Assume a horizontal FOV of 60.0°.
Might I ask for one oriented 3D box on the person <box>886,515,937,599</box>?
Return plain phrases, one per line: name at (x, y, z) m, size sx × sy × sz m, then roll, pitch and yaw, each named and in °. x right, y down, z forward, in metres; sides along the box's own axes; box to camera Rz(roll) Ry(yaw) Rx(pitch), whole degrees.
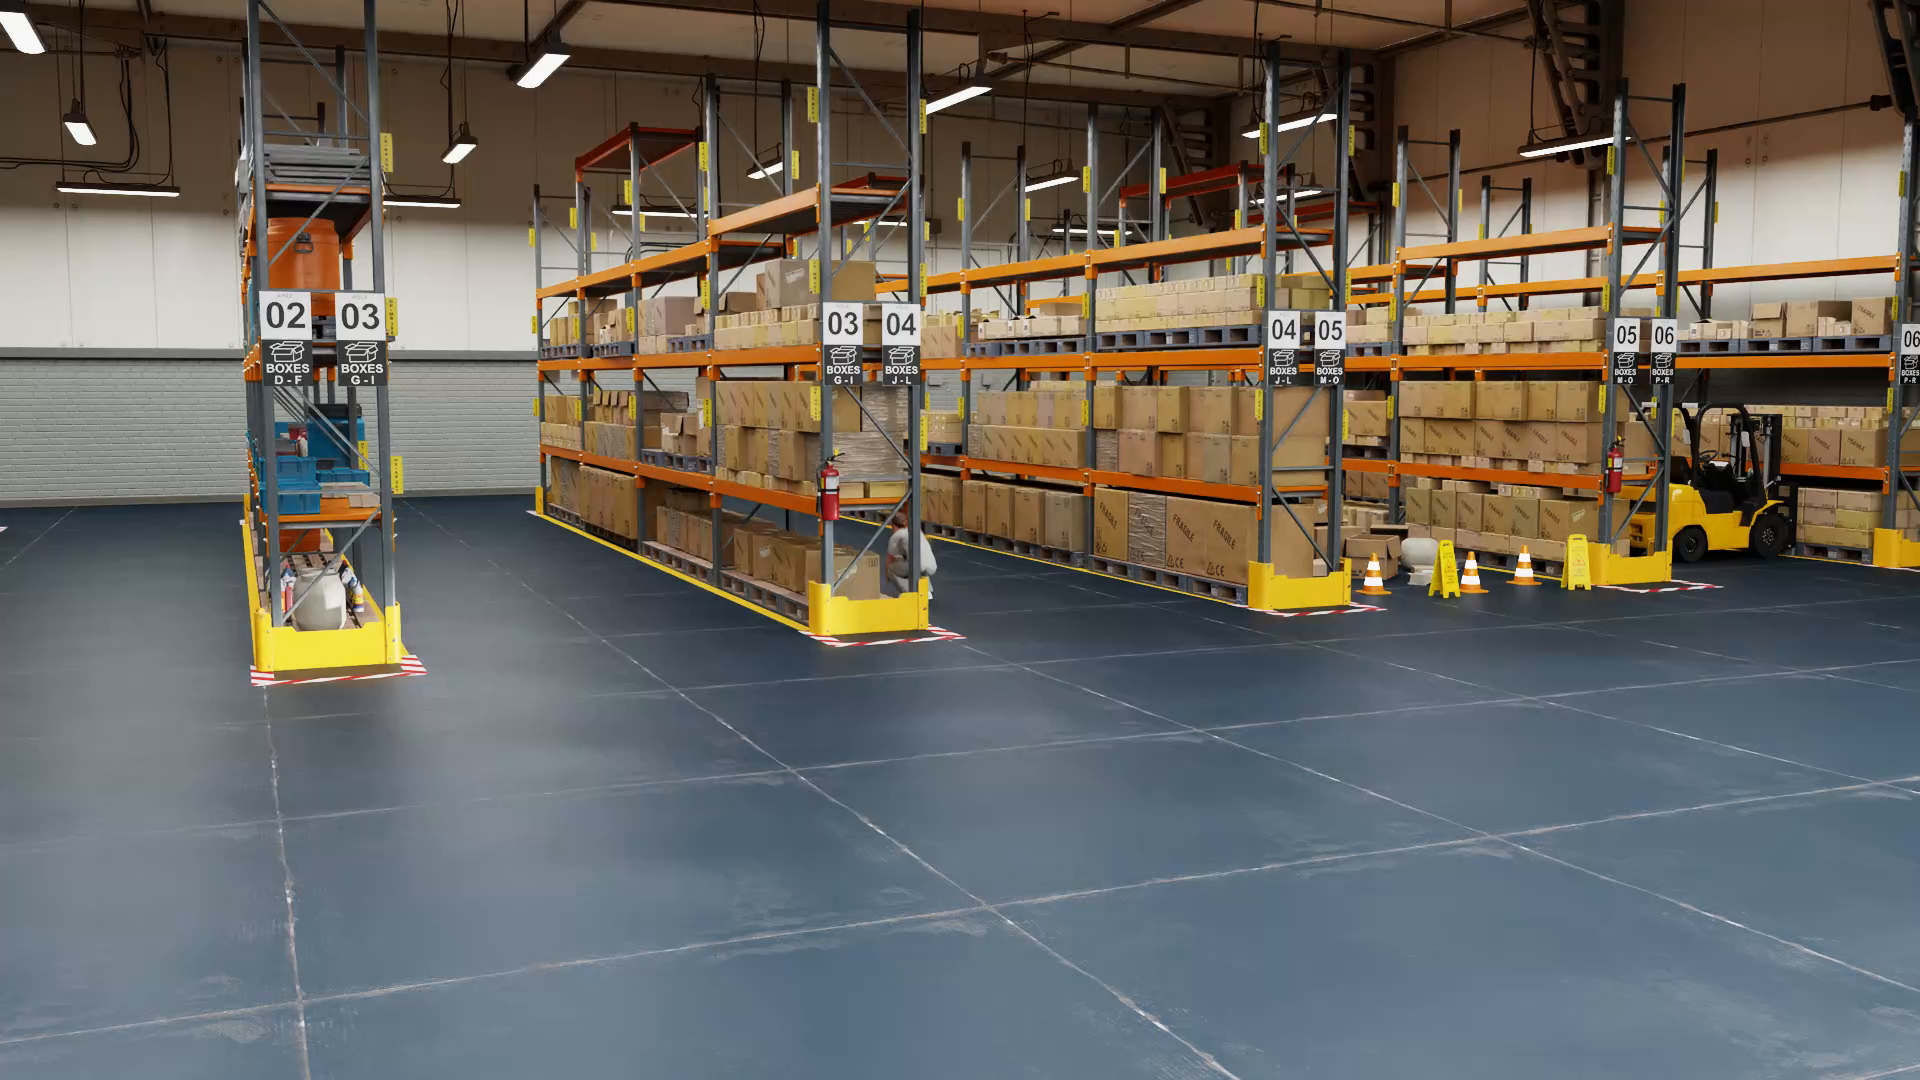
person at (-0.563, 0.196, 18.848) m, size 0.479 × 0.935 × 0.800 m, roll -3°, pitch 6°, yaw -25°
